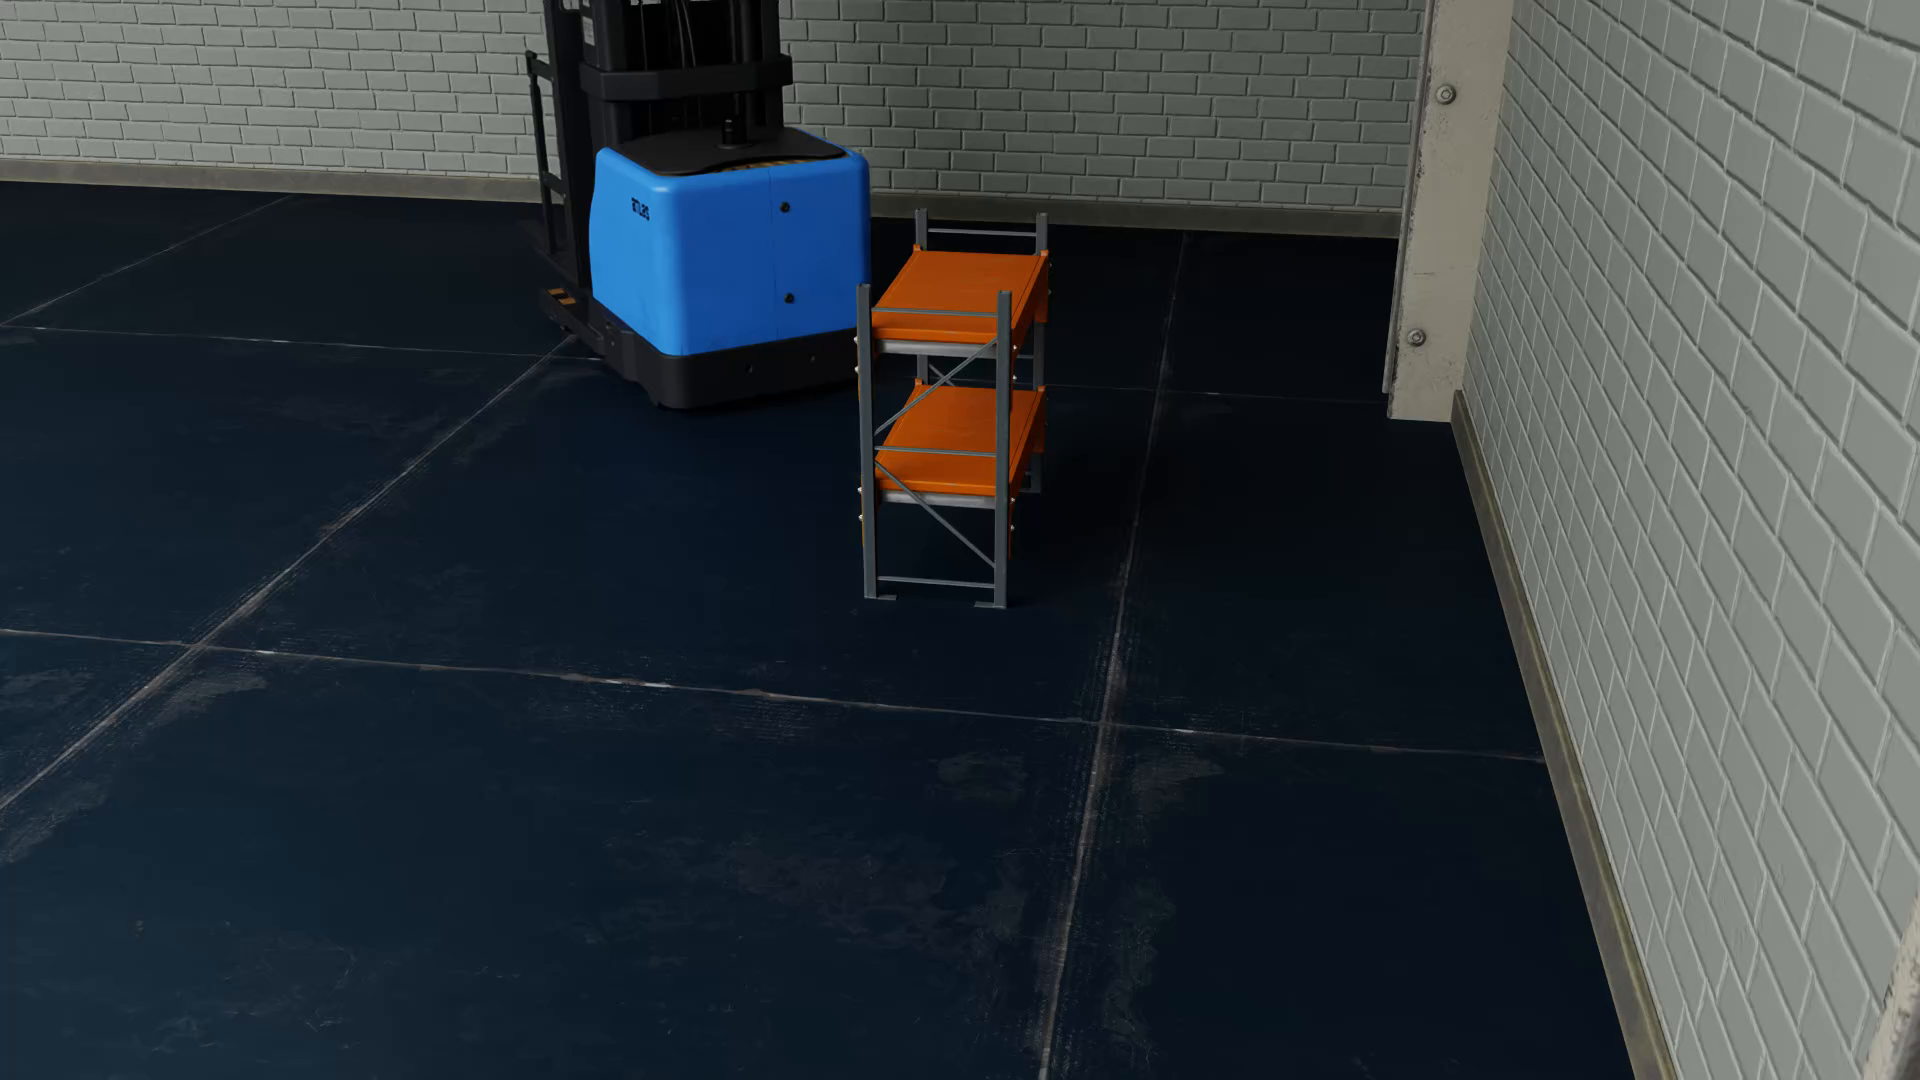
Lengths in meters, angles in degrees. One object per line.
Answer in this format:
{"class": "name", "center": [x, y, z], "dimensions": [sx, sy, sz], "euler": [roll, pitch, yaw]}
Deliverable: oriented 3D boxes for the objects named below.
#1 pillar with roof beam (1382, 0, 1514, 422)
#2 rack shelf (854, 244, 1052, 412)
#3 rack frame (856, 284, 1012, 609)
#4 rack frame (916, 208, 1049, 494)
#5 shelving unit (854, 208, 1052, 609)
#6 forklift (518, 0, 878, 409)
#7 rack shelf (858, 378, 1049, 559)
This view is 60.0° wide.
{"class": "pillar with roof beam", "center": [-2.158, -4.987, 6.290], "dimensions": [9.100, 9.000, 0.400], "euler": [4, 25, 9]}
{"class": "rack shelf", "center": [-0.001, -0.772, 5.881], "dimensions": [0.538, 0.278, 1.000], "euler": [4, 25, 9]}
{"class": "rack frame", "center": [-0.084, -0.294, 5.551], "dimensions": [0.500, 1.125, 0.032], "euler": [4, 25, 9]}
{"class": "rack frame", "center": [0.082, -0.719, 6.460], "dimensions": [0.500, 1.125, 0.032], "euler": [4, 25, 9]}
{"class": "shelving unit", "center": [-0.001, -0.507, 6.005], "dimensions": [0.538, 1.125, 1.048], "euler": [4, 25, 9]}
{"class": "forklift", "center": [-1.541, -2.491, 8.114], "dimensions": [1.130, 2.935, 3.031], "euler": [-13, 28, -26]}
{"class": "rack shelf", "center": [-0.001, -0.285, 6.109], "dimensions": [0.538, 0.278, 1.000], "euler": [4, 25, 9]}
